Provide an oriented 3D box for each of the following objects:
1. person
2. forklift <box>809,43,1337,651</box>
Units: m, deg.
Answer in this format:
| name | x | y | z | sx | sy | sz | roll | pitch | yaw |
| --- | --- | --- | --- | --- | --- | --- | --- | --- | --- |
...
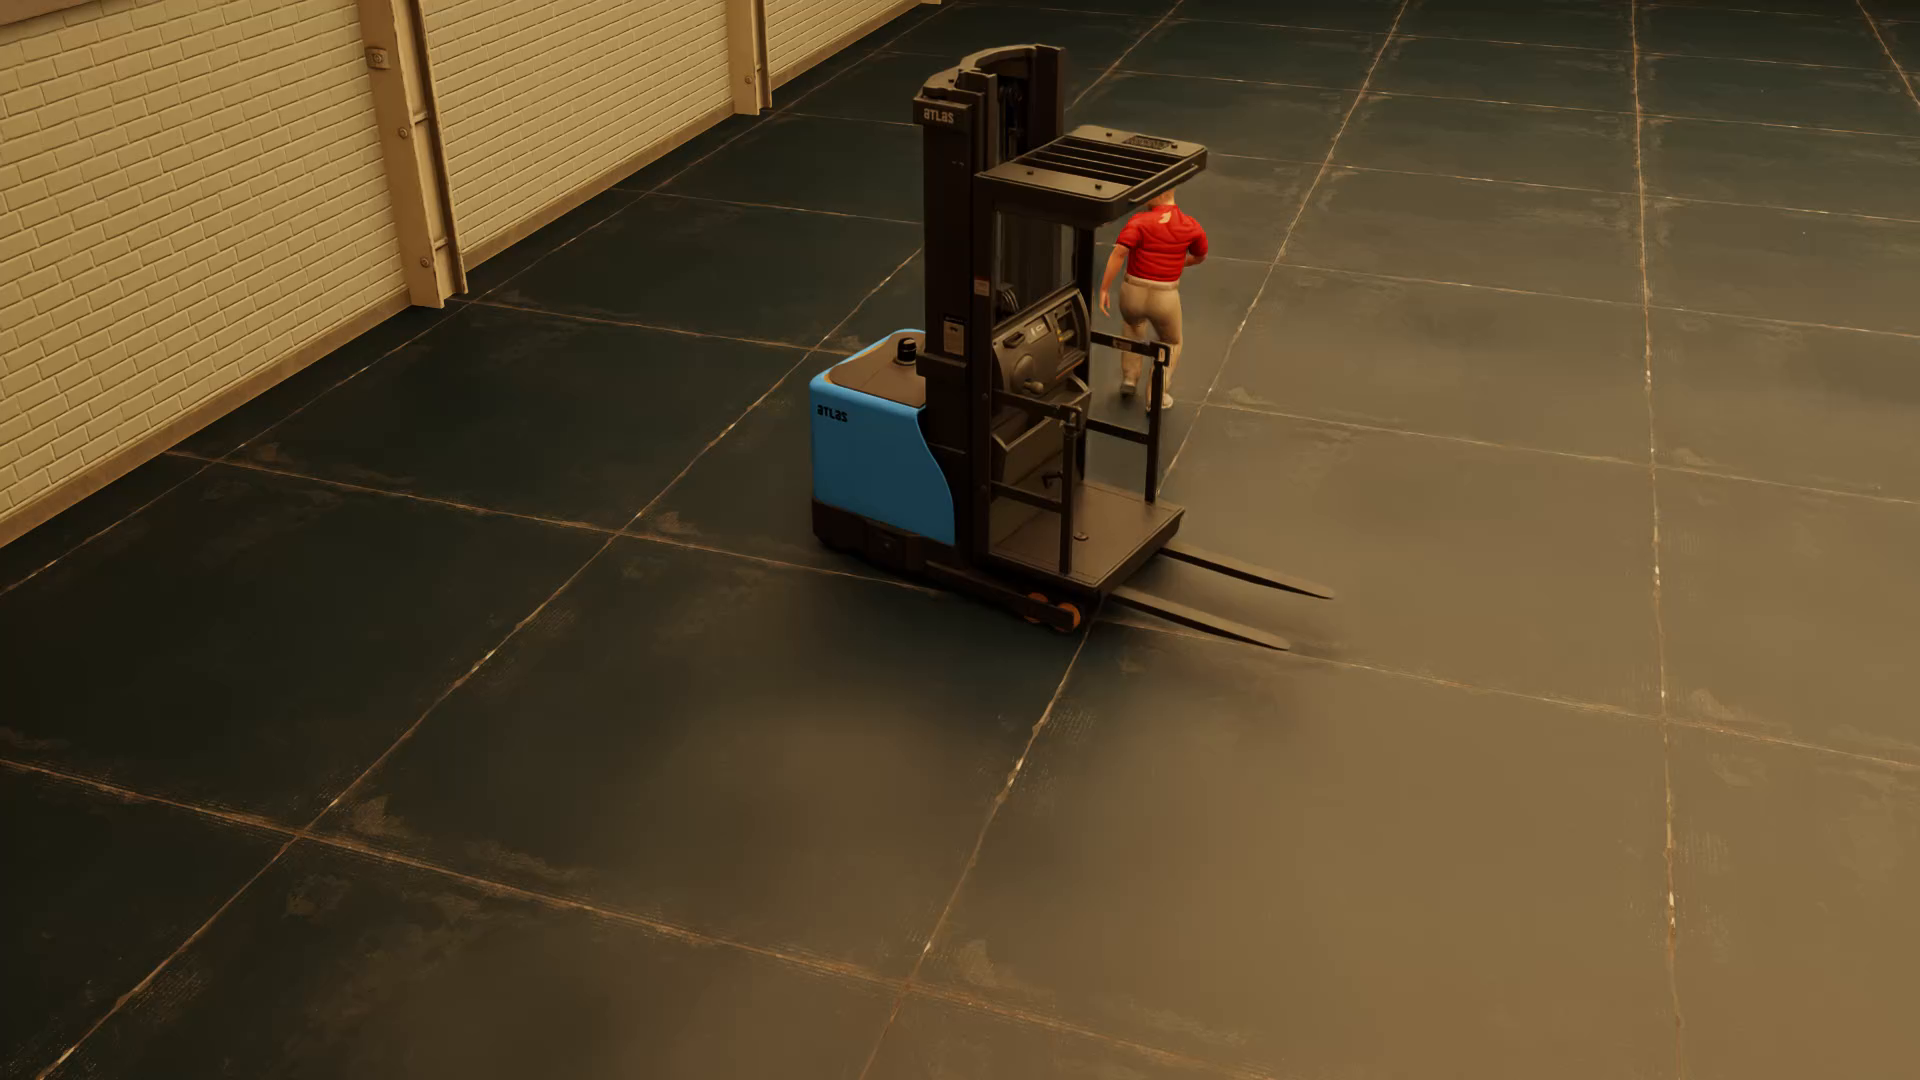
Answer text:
| name | x | y | z | sx | sy | sz | roll | pitch | yaw |
| --- | --- | --- | --- | --- | --- | --- | --- | --- | --- |
| person | 1.325 | -1.654 | 11.385 | 0.674 | 1.722 | 0.773 | 6 | 30 | 10 |
| forklift | 0.624 | -1.059 | 8.994 | 3.031 | 2.935 | 1.130 | 18 | 34 | 29 |
